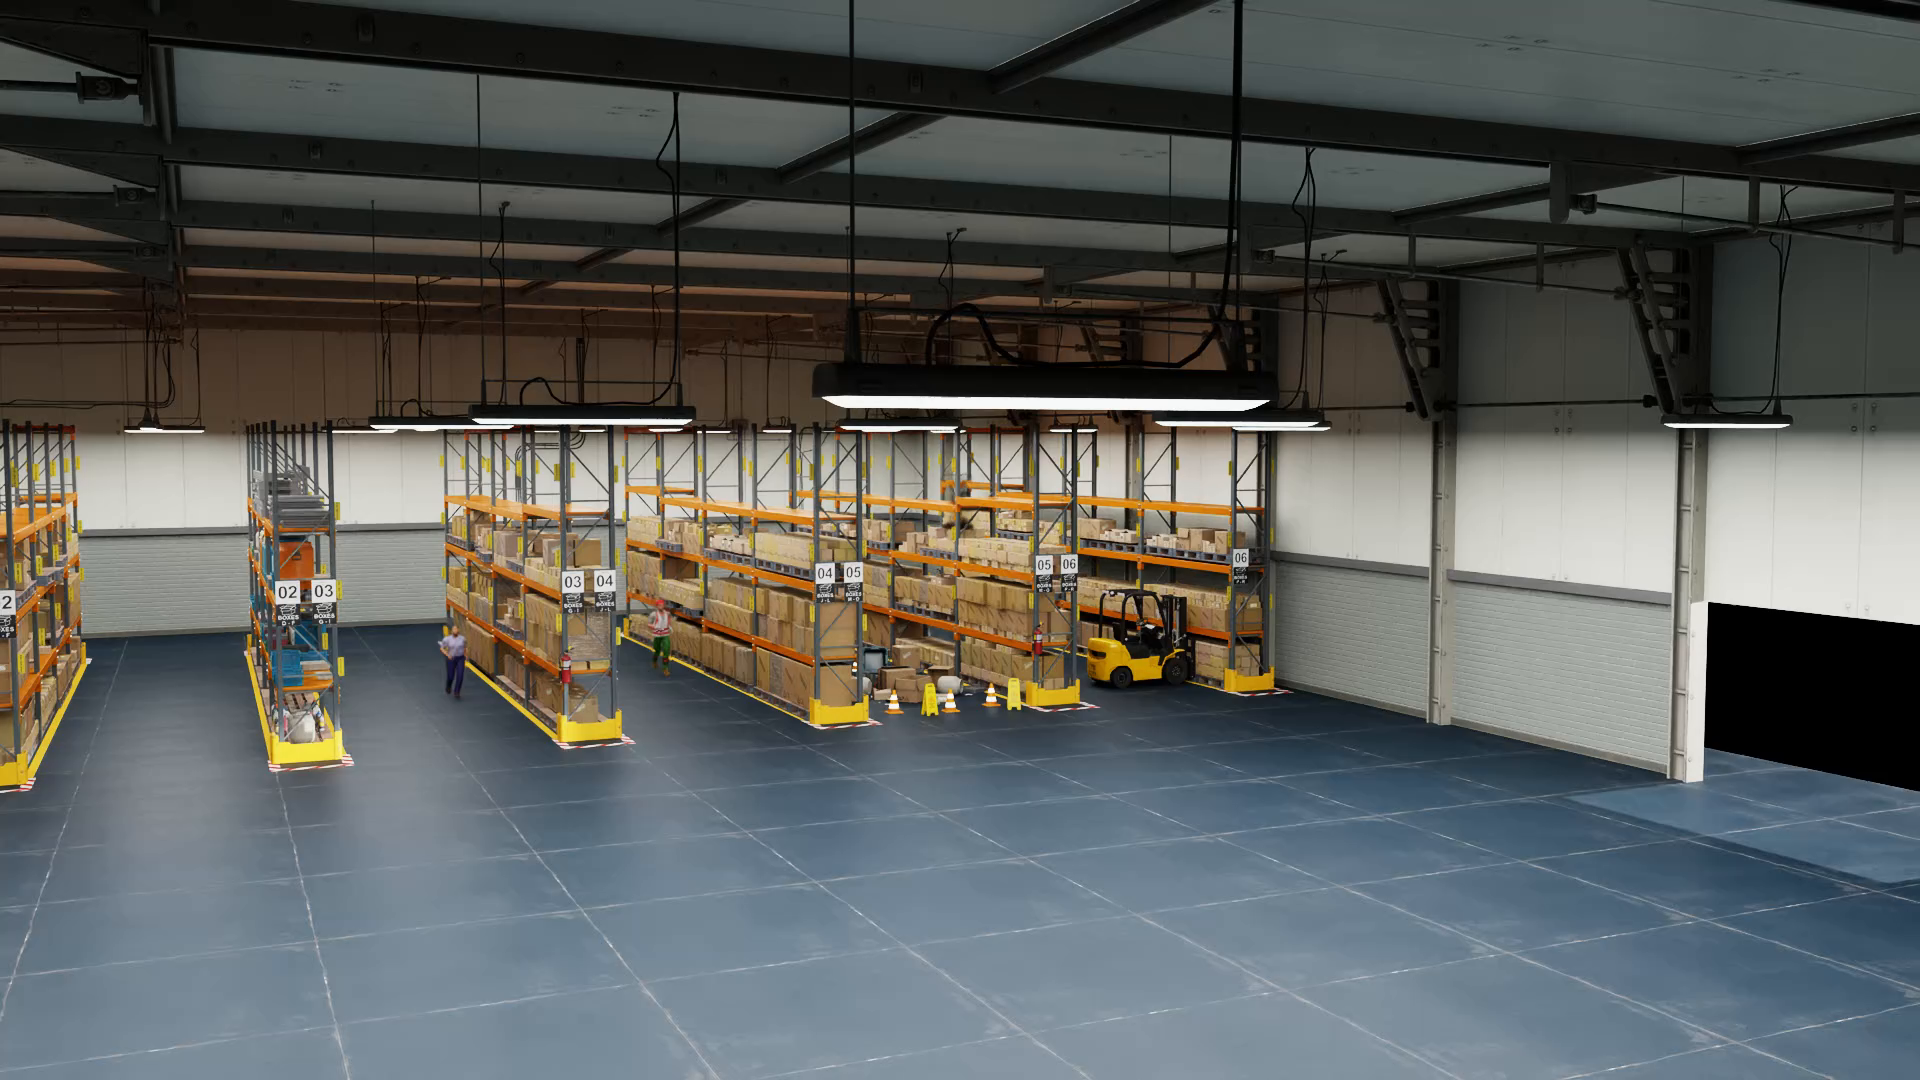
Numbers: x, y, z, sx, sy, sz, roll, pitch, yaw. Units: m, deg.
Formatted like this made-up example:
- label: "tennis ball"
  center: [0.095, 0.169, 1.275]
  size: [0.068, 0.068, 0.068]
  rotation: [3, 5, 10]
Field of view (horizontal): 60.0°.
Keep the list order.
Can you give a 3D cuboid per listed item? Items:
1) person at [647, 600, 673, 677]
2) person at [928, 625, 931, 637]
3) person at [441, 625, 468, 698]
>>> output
- label: "person"
  center: [-7.202, 2.328, 39.985]
  size: [0.654, 1.811, 0.991]
  rotation: [-2, 4, -27]
- label: "person"
  center: [-0.916, 2.108, 45.310]
  size: [0.537, 1.562, 0.523]
  rotation: [-2, 4, -28]
- label: "person"
  center: [-11.044, 2.649, 36.398]
  size: [0.590, 1.601, 0.547]
  rotation: [-2, 4, -29]
